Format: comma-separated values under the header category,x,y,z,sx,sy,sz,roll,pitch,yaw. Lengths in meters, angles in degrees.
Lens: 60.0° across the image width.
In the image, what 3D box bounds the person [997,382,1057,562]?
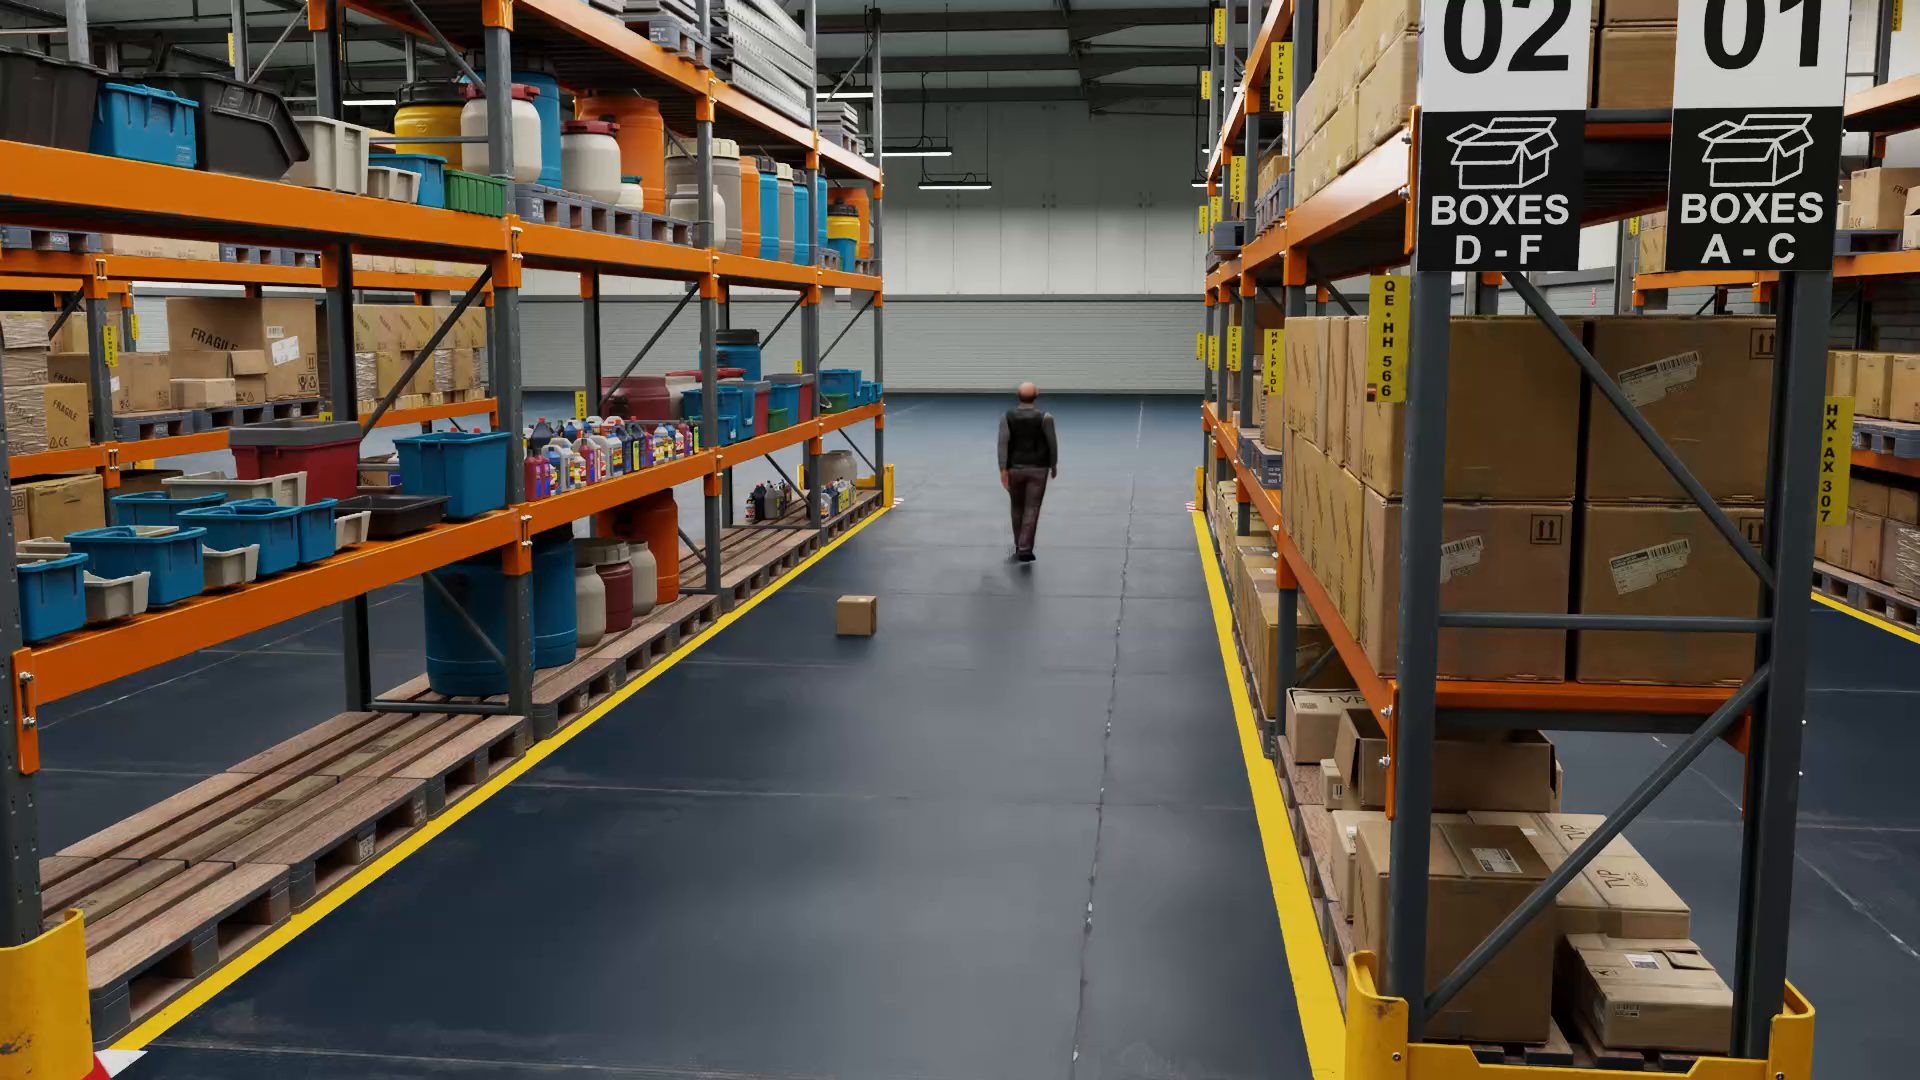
category,x,y,z,sx,sy,sz,roll,pitch,yaw
person,0.672,-0.672,15.862,0.538,1.678,0.942,2,8,16
